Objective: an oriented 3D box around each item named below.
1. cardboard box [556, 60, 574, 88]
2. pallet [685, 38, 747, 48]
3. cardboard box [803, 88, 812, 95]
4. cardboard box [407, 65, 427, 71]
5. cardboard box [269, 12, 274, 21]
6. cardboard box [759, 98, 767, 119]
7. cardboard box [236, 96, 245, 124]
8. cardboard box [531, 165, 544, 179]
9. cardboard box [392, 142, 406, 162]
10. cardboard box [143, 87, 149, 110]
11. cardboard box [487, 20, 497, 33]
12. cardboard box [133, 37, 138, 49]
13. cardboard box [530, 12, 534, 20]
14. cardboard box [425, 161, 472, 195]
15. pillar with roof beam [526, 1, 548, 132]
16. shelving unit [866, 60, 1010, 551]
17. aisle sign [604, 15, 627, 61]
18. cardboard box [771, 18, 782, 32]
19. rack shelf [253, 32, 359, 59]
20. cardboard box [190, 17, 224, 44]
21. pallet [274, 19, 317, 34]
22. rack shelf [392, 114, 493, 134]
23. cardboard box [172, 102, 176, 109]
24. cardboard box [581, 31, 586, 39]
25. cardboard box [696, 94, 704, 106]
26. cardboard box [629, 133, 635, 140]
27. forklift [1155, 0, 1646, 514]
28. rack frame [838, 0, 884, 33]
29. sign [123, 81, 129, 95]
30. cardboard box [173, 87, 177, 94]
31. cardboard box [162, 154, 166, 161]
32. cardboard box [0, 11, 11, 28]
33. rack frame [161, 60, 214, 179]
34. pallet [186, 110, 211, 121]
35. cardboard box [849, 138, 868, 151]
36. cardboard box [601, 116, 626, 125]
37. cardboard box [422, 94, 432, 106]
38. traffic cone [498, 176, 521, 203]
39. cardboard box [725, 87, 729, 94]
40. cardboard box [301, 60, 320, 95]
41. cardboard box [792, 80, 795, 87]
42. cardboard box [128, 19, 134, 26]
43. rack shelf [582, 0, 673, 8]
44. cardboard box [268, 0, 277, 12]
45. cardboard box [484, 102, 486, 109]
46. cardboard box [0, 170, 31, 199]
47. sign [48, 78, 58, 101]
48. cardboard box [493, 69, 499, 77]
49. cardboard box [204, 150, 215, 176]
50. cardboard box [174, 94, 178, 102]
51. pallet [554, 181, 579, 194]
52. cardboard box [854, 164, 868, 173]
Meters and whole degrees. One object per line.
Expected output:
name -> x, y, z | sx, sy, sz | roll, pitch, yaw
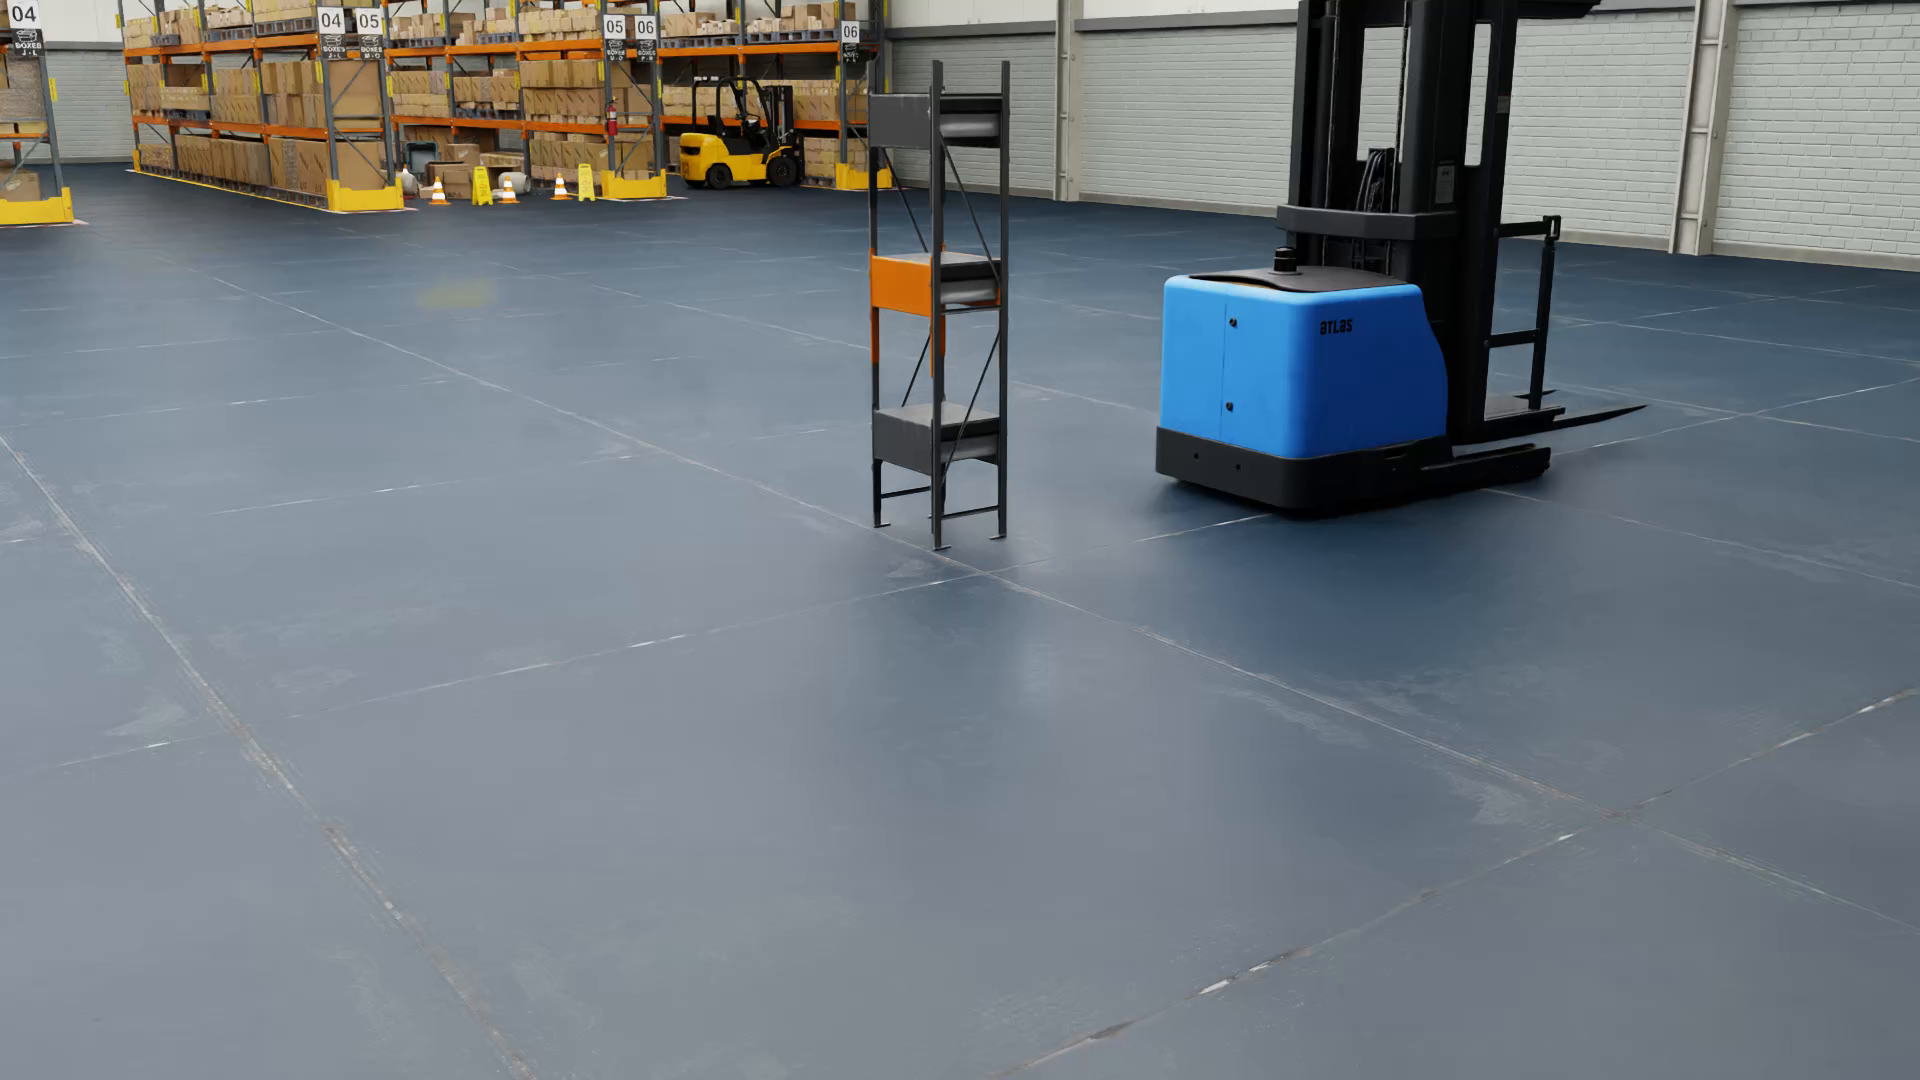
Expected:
cardboard box -> -7.100, -8.701, 31.038 | 0.700, 0.500, 0.500 | -11, 19, -35
pallet -> -5.509, -11.216, 37.547 | 1.003, 0.211, 1.213 | -10, 18, -32
cardboard box -> -2.976, -9.132, 33.840 | 0.380, 0.149, 0.250 | -12, 19, -36
cardboard box -> -12.980, -11.263, 39.734 | 0.380, 0.149, 0.250 | -11, 19, -35
cardboard box -> -11.706, -9.043, 28.742 | 0.380, 0.149, 0.250 | -11, 19, -35
cardboard box -> -3.919, -9.179, 35.243 | 0.500, 0.500, 0.500 | -10, 18, -34
cardboard box -> -13.363, -8.148, 31.474 | 0.500, 0.500, 0.500 | -11, 19, -34
cardboard box -> -8.172, -7.312, 33.024 | 0.500, 0.250, 0.500 | -12, 19, -37
cardboard box -> -13.287, -9.430, 40.404 | 0.875, 0.438, 0.875 | -11, 19, -35
cardboard box -> -18.343, -10.104, 38.060 | 0.500, 0.500, 0.500 | -11, 19, -36
cardboard box -> -9.354, -10.501, 34.067 | 0.500, 0.250, 0.500 | -11, 19, -34
cardboard box -> -18.624, -11.394, 38.126 | 0.500, 0.250, 0.500 | -12, 19, -36
cardboard box -> -8.055, -10.087, 32.033 | 0.380, 0.149, 0.250 | -12, 19, -36
cardboard box -> -9.586, -6.792, 31.180 | 0.797, 0.637, 0.503 | -11, 19, -35
pillar with roof beam -> -15.682, -14.879, 44.891 | 9.100, 9.000, 0.400 | -11, 19, -35
shelving unit -> -0.097, -1.048, 7.428 | 0.431, 2.100, 0.503 | -11, 19, -35
aisle sign -> -6.147, -8.945, 29.653 | 0.394, 0.787, 0.004 | -11, 19, -35
cardboard box -> -3.661, -10.644, 34.370 | 0.396, 0.266, 0.258 | -11, 19, -36
rack shelf -> -11.069, -8.487, 28.582 | 1.077, 0.370, 4.000 | -11, 19, -35
cardboard box -> -15.139, -10.246, 33.456 | 0.500, 0.500, 0.500 | -11, 19, -35
pallet -> -11.060, -8.781, 28.464 | 1.003, 0.211, 1.213 | -11, 19, -35
rack shelf -> -11.829, -9.538, 38.106 | 1.077, 0.370, 4.000 | -11, 19, -35
cardboard box -> -16.481, -9.228, 35.289 | 0.380, 0.149, 0.250 | -12, 19, -37
cardboard box -> -6.687, -9.218, 30.368 | 0.380, 0.149, 0.250 | -10, 18, -33
cardboard box -> -5.669, -9.938, 37.543 | 0.500, 0.250, 0.500 | -11, 19, -34
cardboard box -> -7.892, -9.893, 40.749 | 0.380, 0.149, 0.250 | -12, 19, -37
forklift -> 2.514, -1.820, 8.673 | 3.031, 2.935, 1.130 | -10, 18, -33
rack frame -> -1.936, -11.414, 32.235 | 1.000, 3.000, 0.127 | -11, 19, -35
sign -> -19.740, -10.710, 39.384 | 0.100, 0.325, 0.005 | -11, 19, -35
cardboard box -> -16.329, -9.459, 35.008 | 0.380, 0.149, 0.250 | -10, 18, -32
cardboard box -> -17.732, -8.621, 37.435 | 0.380, 0.149, 0.250 | -12, 19, -36
cardboard box -> -14.039, -7.729, 24.735 | 0.500, 0.250, 0.500 | -10, 18, -33
rack frame -> -16.949, -9.522, 36.685 | 1.000, 3.000, 0.127 | -11, 19, -35
pallet -> -15.102, -8.711, 34.085 | 1.213, 0.211, 1.003 | -11, 19, -35
cardboard box -> -2.066, -8.012, 33.684 | 0.500, 0.250, 0.500 | -11, 19, -35
cardboard box -> -6.342, -7.675, 30.412 | 0.380, 0.149, 0.250 | -10, 18, -33
cardboard box -> -11.765, -9.906, 37.424 | 0.500, 0.250, 0.500 | -11, 19, -36
traffic cone -> -7.943, -6.173, 29.253 | 0.336, 0.463, 0.334 | -11, 19, -35
cardboard box -> -4.936, -9.887, 36.601 | 0.380, 0.149, 0.250 | -11, 19, -35
cardboard box -> -10.478, -7.741, 27.849 | 0.875, 0.550, 0.550 | -11, 19, -35
cardboard box -> -3.224, -9.396, 34.242 | 0.380, 0.149, 0.250 | -11, 19, -34
cardboard box -> -18.917, -11.901, 38.277 | 0.380, 0.149, 0.250 | -11, 19, -34
rack shelf -> -7.816, -13.010, 40.184 | 1.077, 0.370, 4.000 | -11, 19, -35
cardboard box -> -11.589, -9.220, 28.633 | 0.500, 0.250, 0.500 | -11, 19, -35
cardboard box -> -9.802, -9.154, 35.021 | 0.380, 0.149, 0.250 | -10, 18, -32
cardboard box -> -14.698, -5.467, 25.807 | 0.500, 0.500, 0.500 | -6, 16, -20
sign -> -13.526, -6.713, 24.782 | 0.100, 0.325, 0.005 | -11, 19, -35
cardboard box -> -9.351, -9.574, 34.099 | 0.380, 0.149, 0.250 | -12, 19, -37
cardboard box -> -15.196, -7.765, 34.204 | 0.500, 0.500, 0.500 | -11, 19, -35
cardboard box -> -16.314, -9.312, 35.034 | 0.380, 0.149, 0.250 | -11, 19, -35
pallet -> -7.156, -6.860, 32.241 | 1.003, 0.211, 1.213 | -11, 19, -35
cardboard box -> -2.067, -7.532, 33.828 | 0.500, 0.250, 0.500 | -11, 19, -34
